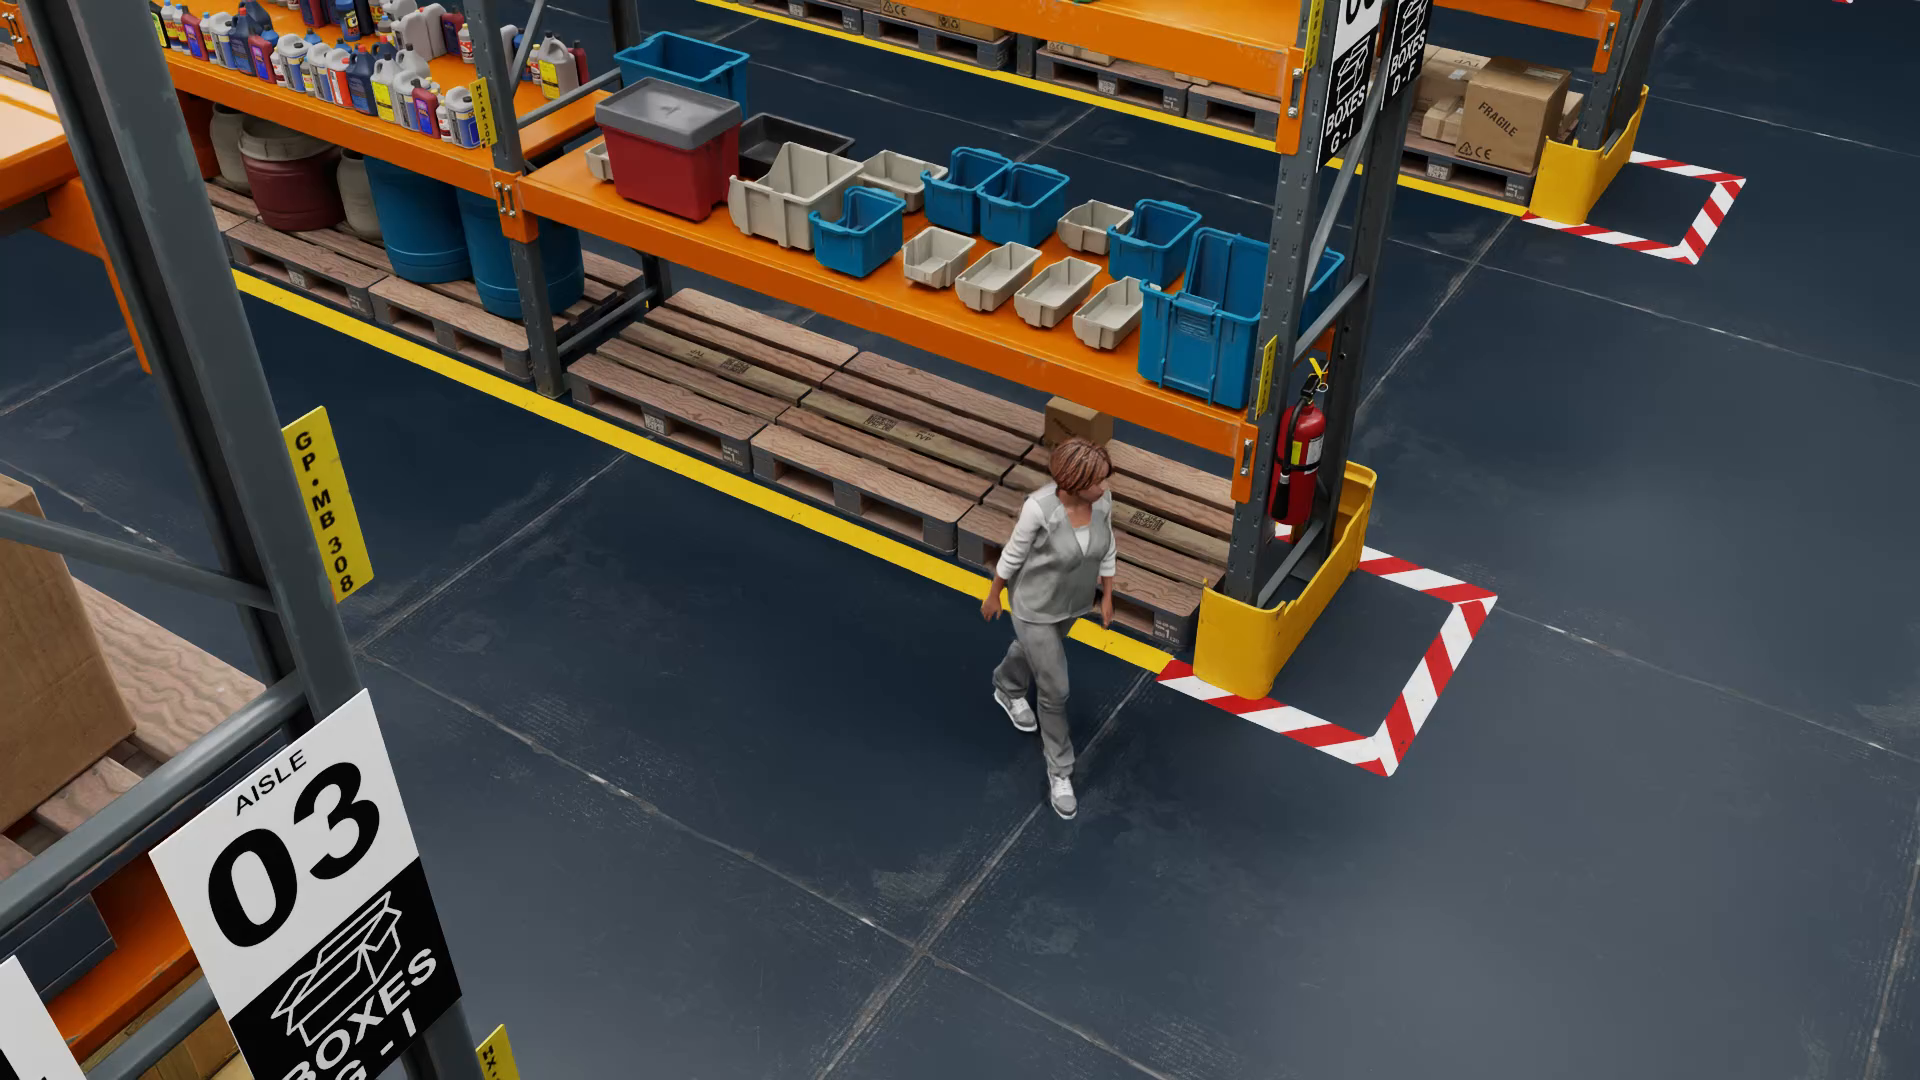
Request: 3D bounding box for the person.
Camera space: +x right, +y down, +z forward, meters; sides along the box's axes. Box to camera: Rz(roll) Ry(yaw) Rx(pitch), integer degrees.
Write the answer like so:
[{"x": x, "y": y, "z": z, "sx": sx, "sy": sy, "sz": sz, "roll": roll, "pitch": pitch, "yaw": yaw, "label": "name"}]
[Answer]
[{"x": 0.363, "y": 0.244, "z": 6.390, "sx": 0.466, "sy": 1.594, "sz": 0.722, "roll": -25, "pitch": 45, "yaw": -27, "label": "person"}]
